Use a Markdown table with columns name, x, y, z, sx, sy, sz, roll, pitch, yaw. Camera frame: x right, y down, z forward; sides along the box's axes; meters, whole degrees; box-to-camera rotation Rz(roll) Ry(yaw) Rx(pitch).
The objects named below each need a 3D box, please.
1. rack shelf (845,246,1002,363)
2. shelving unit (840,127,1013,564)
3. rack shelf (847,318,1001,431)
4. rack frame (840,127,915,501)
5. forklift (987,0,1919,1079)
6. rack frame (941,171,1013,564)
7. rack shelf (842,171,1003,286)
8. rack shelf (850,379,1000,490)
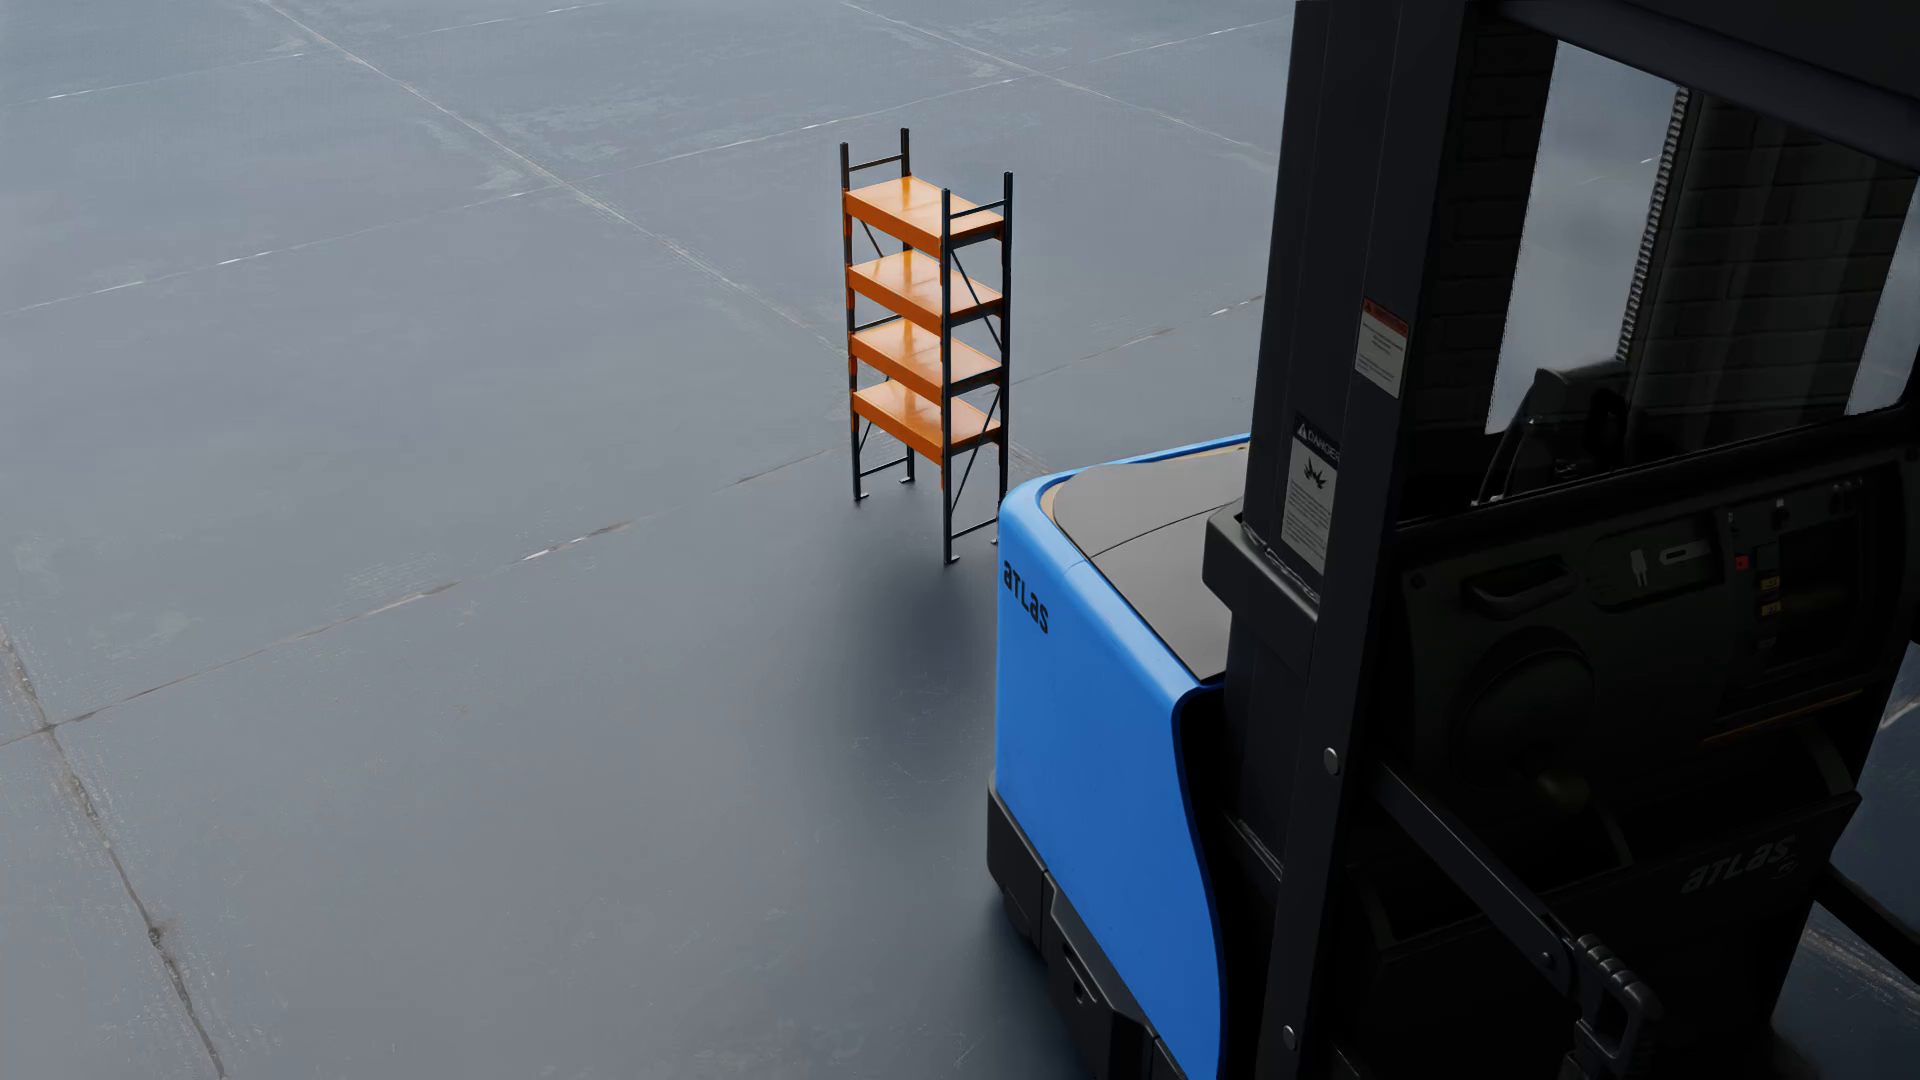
| name | x | y | z | sx | sy | sz | roll | pitch | yaw |
| --- | --- | --- | --- | --- | --- | --- | --- | --- | --- |
| rack shelf | -0.101 | -0.712 | 4.962 | 0.258 | 0.148 | 0.480 | -22 | 38 | -31 |
| shelving unit | -0.101 | -0.579 | 5.045 | 0.258 | 1.200 | 0.503 | -22 | 38 | -31 |
| rack shelf | -0.101 | -0.522 | 5.080 | 0.258 | 0.148 | 0.480 | -22 | 38 | -31 |
| rack frame | -0.251 | -0.680 | 5.208 | 0.240 | 1.200 | 0.015 | -22 | 38 | -31 |
| forklift | 1.101 | 0.169 | 2.200 | 1.130 | 2.935 | 3.031 | -13 | 34 | -19 |
| rack frame | 0.048 | -0.477 | 4.881 | 0.240 | 1.200 | 0.015 | -22 | 38 | -31 |
| rack shelf | -0.101 | -0.912 | 4.837 | 0.258 | 0.148 | 0.480 | -22 | 38 | -31 |
| rack shelf | -0.101 | -0.353 | 5.185 | 0.258 | 0.148 | 0.480 | -22 | 38 | -31 |
